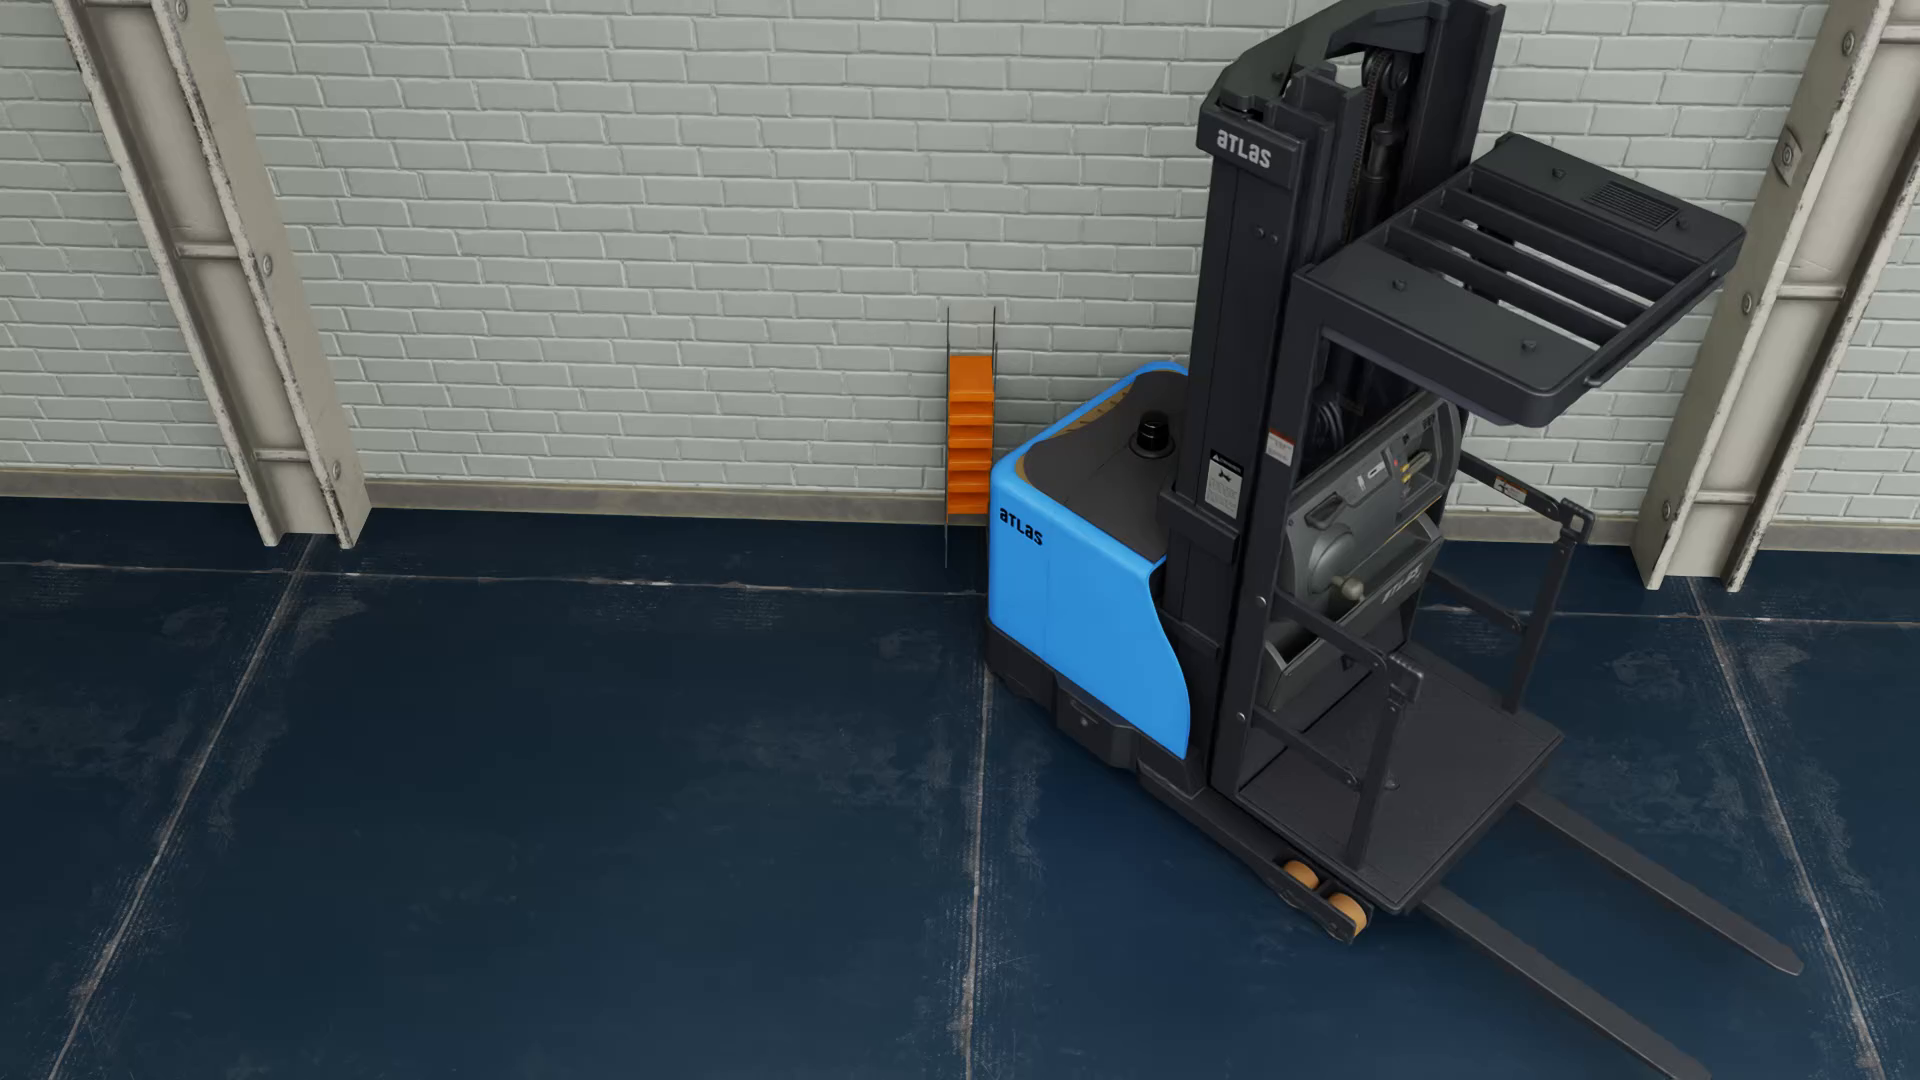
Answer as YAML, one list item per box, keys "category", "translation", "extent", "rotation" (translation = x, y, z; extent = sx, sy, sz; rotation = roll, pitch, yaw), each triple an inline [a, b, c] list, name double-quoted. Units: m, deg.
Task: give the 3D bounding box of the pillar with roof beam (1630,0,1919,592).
- category: "pillar with roof beam"
  translation: [2.944, -0.250, 1.002]
  extent: [0.400, 9.000, 9.100]
  rotation: [2, 43, 2]

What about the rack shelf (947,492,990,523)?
- category: "rack shelf"
  translation: [0.033, -0.193, 7.076]
  extent: [0.180, 0.103, 0.258]
  rotation: [0, 43, -2]

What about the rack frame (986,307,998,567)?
- category: "rack frame"
  translation: [0.129, -0.401, 6.884]
  extent: [0.006, 1.200, 0.240]
  rotation: [0, 43, -2]

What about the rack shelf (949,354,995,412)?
- category: "rack shelf"
  translation: [0.043, -0.630, 6.666]
  extent: [0.180, 0.103, 0.258]
  rotation: [0, 43, -2]

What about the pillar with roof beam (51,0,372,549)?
- category: "pillar with roof beam"
  translation: [-3.050, -0.435, 1.200]
  extent: [0.400, 9.000, 9.100]
  rotation: [2, 43, 2]

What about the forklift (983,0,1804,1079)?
- category: "forklift"
  translation: [1.491, -0.074, 5.265]
  extent: [1.130, 2.935, 3.031]
  rotation: [-34, 53, -31]

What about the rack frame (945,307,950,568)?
- category: "rack frame"
  translation: [-0.054, -0.400, 6.879]
  extent: [0.006, 1.200, 0.240]
  rotation: [0, 43, -2]

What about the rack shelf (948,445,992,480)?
- category: "rack shelf"
  translation: [0.037, -0.368, 6.912]
  extent: [0.180, 0.103, 0.258]
  rotation: [0, 43, -2]

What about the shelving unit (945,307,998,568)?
- category: "shelving unit"
  translation: [0.038, -0.400, 6.882]
  extent: [0.189, 1.200, 0.258]
  rotation: [0, 43, -2]

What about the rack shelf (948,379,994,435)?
- category: "rack shelf"
  translation: [0.041, -0.543, 6.748]
  extent: [0.180, 0.103, 0.258]
  rotation: [0, 43, -2]

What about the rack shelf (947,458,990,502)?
- category: "rack shelf"
  translation: [0.035, -0.280, 6.994]
  extent: [0.180, 0.103, 0.258]
  rotation: [0, 43, -2]

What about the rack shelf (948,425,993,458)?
- category: "rack shelf"
  translation: [0.039, -0.455, 6.830]
  extent: [0.180, 0.103, 0.258]
  rotation: [0, 43, -2]
